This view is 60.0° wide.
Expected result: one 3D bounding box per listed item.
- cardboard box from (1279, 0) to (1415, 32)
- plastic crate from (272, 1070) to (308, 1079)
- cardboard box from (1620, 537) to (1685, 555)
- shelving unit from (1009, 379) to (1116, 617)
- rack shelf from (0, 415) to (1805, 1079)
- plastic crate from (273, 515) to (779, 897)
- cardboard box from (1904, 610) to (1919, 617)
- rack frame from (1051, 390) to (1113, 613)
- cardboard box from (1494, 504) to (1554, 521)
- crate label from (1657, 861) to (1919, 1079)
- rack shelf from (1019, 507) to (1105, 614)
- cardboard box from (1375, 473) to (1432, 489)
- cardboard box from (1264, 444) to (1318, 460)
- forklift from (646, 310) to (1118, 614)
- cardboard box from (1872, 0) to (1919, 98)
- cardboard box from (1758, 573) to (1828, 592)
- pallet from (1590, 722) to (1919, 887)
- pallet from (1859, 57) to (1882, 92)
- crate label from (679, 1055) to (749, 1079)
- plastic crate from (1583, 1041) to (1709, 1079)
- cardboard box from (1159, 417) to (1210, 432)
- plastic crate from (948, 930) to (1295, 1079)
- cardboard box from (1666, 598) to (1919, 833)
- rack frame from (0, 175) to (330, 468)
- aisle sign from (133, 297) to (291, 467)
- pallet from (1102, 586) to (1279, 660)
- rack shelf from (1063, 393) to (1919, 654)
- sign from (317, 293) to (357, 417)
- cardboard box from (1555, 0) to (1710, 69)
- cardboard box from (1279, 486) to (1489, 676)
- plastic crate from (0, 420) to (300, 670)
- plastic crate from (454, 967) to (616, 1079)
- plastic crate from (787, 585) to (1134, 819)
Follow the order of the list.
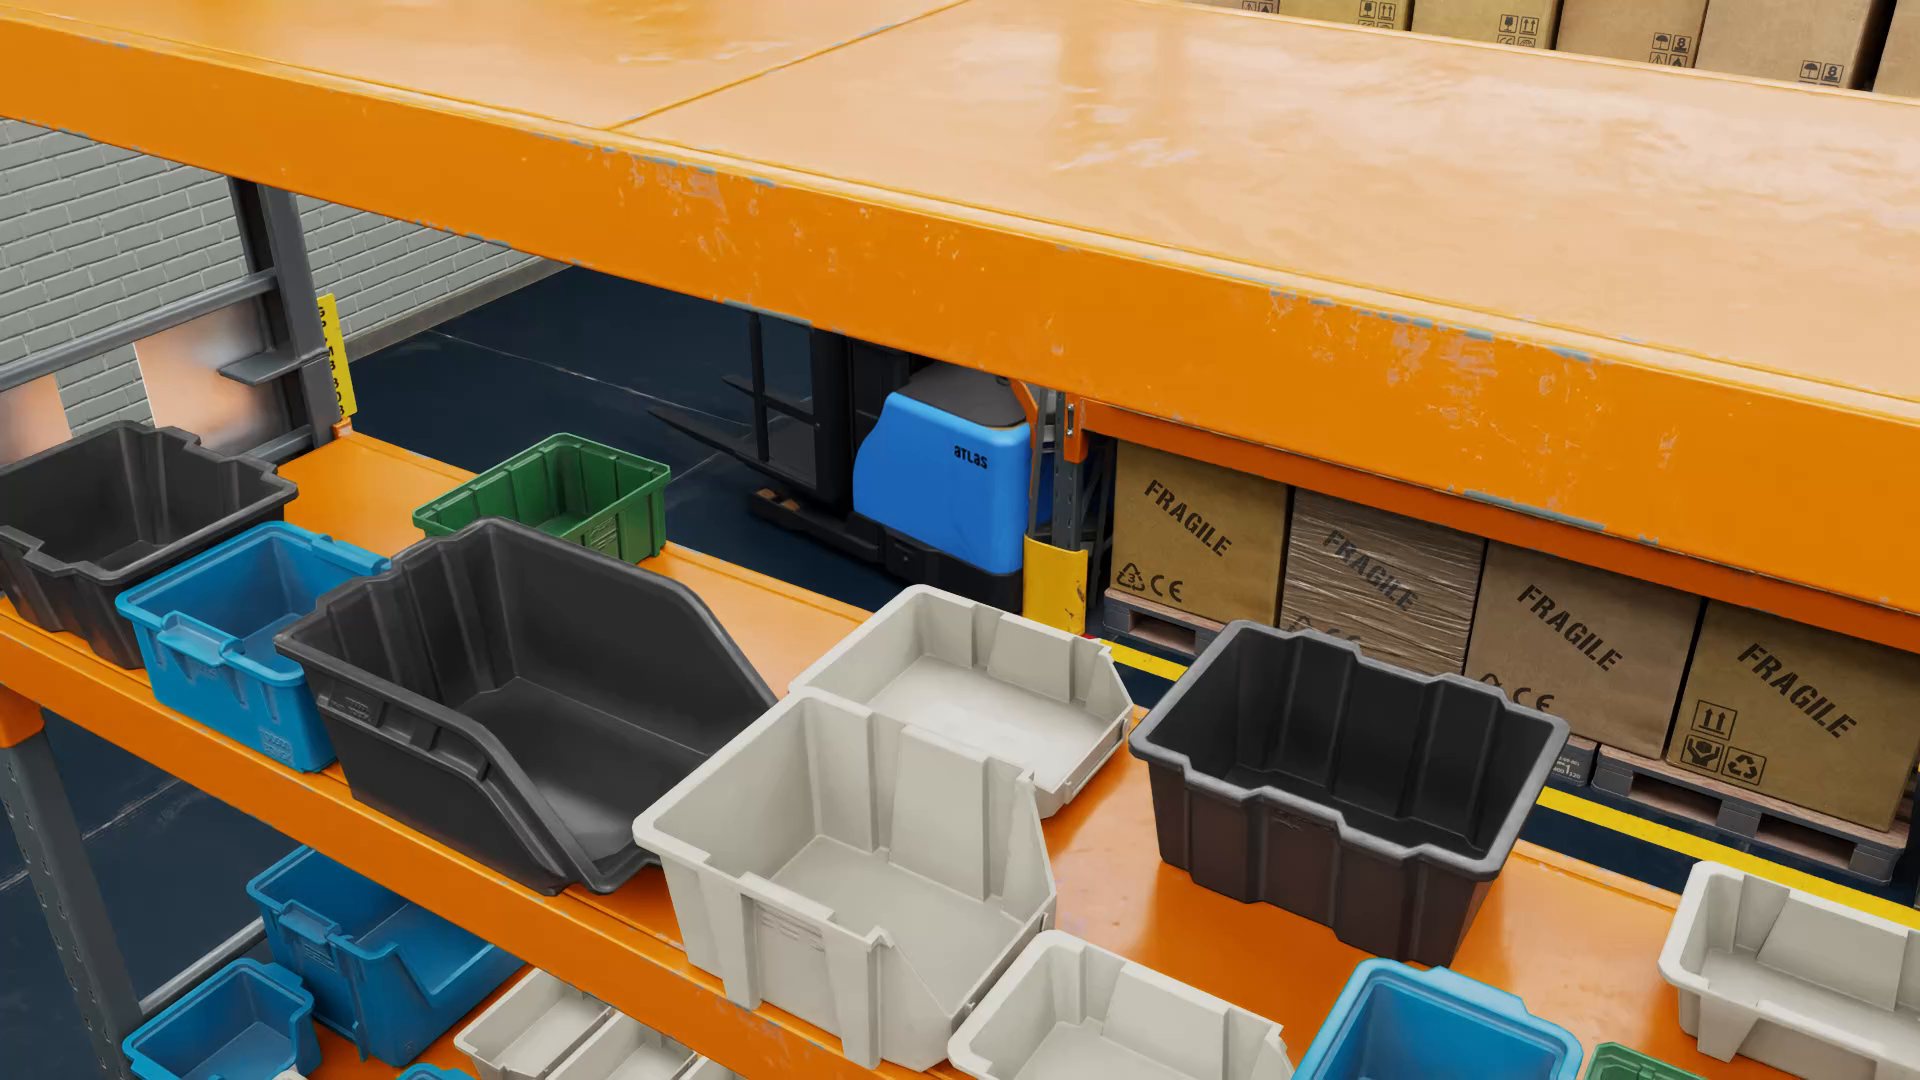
[{"bbox_3d":[1.652,-2.320,6.659,0.500,0.500,0.700,16,34,26],"label":"cardboard box"},{"bbox_3d":[-1.601,1.454,3.983,0.298,0.136,0.250,18,35,27],"label":"plastic crate"},{"bbox_3d":[2.854,-0.113,6.716,0.250,0.149,0.380,18,35,28],"label":"cardboard box"},{"bbox_3d":[0.503,-0.575,8.266,0.431,2.100,0.503,-5,35,-12],"label":"shelving unit"},{"bbox_3d":[-0.169,0.589,3.001,4.000,0.370,1.077,18,35,27],"label":"rack shelf"},{"bbox_3d":[-0.715,0.296,2.851,0.767,0.338,0.504,18,35,27],"label":"plastic crate"},{"bbox_3d":[3.726,0.163,6.244,0.250,0.149,0.380,18,35,28],"label":"cardboard box"},{"bbox_3d":[0.770,-1.076,8.117,0.127,3.000,1.000,18,35,27],"label":"rack frame"},{"bbox_3d":[2.422,-0.250,6.952,0.250,0.149,0.380,18,35,28],"label":"cardboard box"},{"bbox_3d":[1.264,0.674,2.404,0.466,0.136,0.293,18,35,27],"label":"crate label"},{"bbox_3d":[0.464,0.017,8.662,0.431,0.518,0.480,-5,35,-12],"label":"rack shelf"},{"bbox_3d":[1.986,-0.388,7.187,0.250,0.149,0.380,17,34,27],"label":"cardboard box"},{"bbox_3d":[1.552,-0.525,7.423,0.250,0.149,0.380,17,34,27],"label":"cardboard box"},{"bbox_3d":[-0.570,-1.499,8.911,3.031,2.935,1.130,24,38,35],"label":"forklift"},{"bbox_3d":[3.464,-1.752,5.684,0.500,0.500,0.700,15,34,25],"label":"cardboard box"},{"bbox_3d":[3.291,0.025,6.480,0.250,0.149,0.380,17,34,27],"label":"cardboard box"},{"bbox_3d":[3.556,0.963,7.389,1.213,0.211,1.003,18,35,27],"label":"pallet"},{"bbox_3d":[3.471,-1.485,5.930,1.213,0.211,1.003,18,35,27],"label":"pallet"},{"bbox_3d":[-0.589,1.415,4.049,0.243,0.136,0.396,18,35,27],"label":"crate label"},{"bbox_3d":[1.006,0.921,1.928,0.662,0.188,0.450,18,35,27],"label":"plastic crate"},{"bbox_3d":[1.114,-0.663,7.659,0.250,0.149,0.380,17,34,27],"label":"cardboard box"},{"bbox_3d":[0.246,0.750,2.273,0.466,0.136,0.293,18,35,27],"label":"plastic crate"},{"bbox_3d":[3.642,0.521,7.072,0.875,0.875,0.875,18,35,27],"label":"cardboard box"},{"bbox_3d":[-1.863,-1.553,2.982,0.127,3.000,1.000,18,35,27],"label":"rack frame"},{"bbox_3d":[-1.768,-0.229,4.086,0.004,0.787,0.394,18,35,27],"label":"aisle sign"},{"bbox_3d":[1.489,0.310,8.510,1.213,0.211,1.003,18,35,27],"label":"pallet"},{"bbox_3d":[2.464,-0.229,7.380,4.000,0.370,1.077,18,35,27],"label":"rack shelf"},{"bbox_3d":[-1.584,-0.451,4.174,0.005,0.325,0.100,18,35,27],"label":"sign"},{"bbox_3d":[2.643,-2.098,6.278,0.500,0.500,0.700,19,35,29],"label":"cardboard box"},{"bbox_3d":[2.126,0.042,7.894,0.875,0.875,0.875,18,35,27],"label":"cardboard box"},{"bbox_3d":[-1.685,0.021,3.390,0.590,0.269,0.497,18,35,27],"label":"plastic crate"},{"bbox_3d":[-1.076,1.267,4.303,0.243,0.136,0.396,18,35,27],"label":"plastic crate"},{"bbox_3d":[0.019,0.304,3.037,0.530,0.136,0.437,18,35,27],"label":"plastic crate"}]
